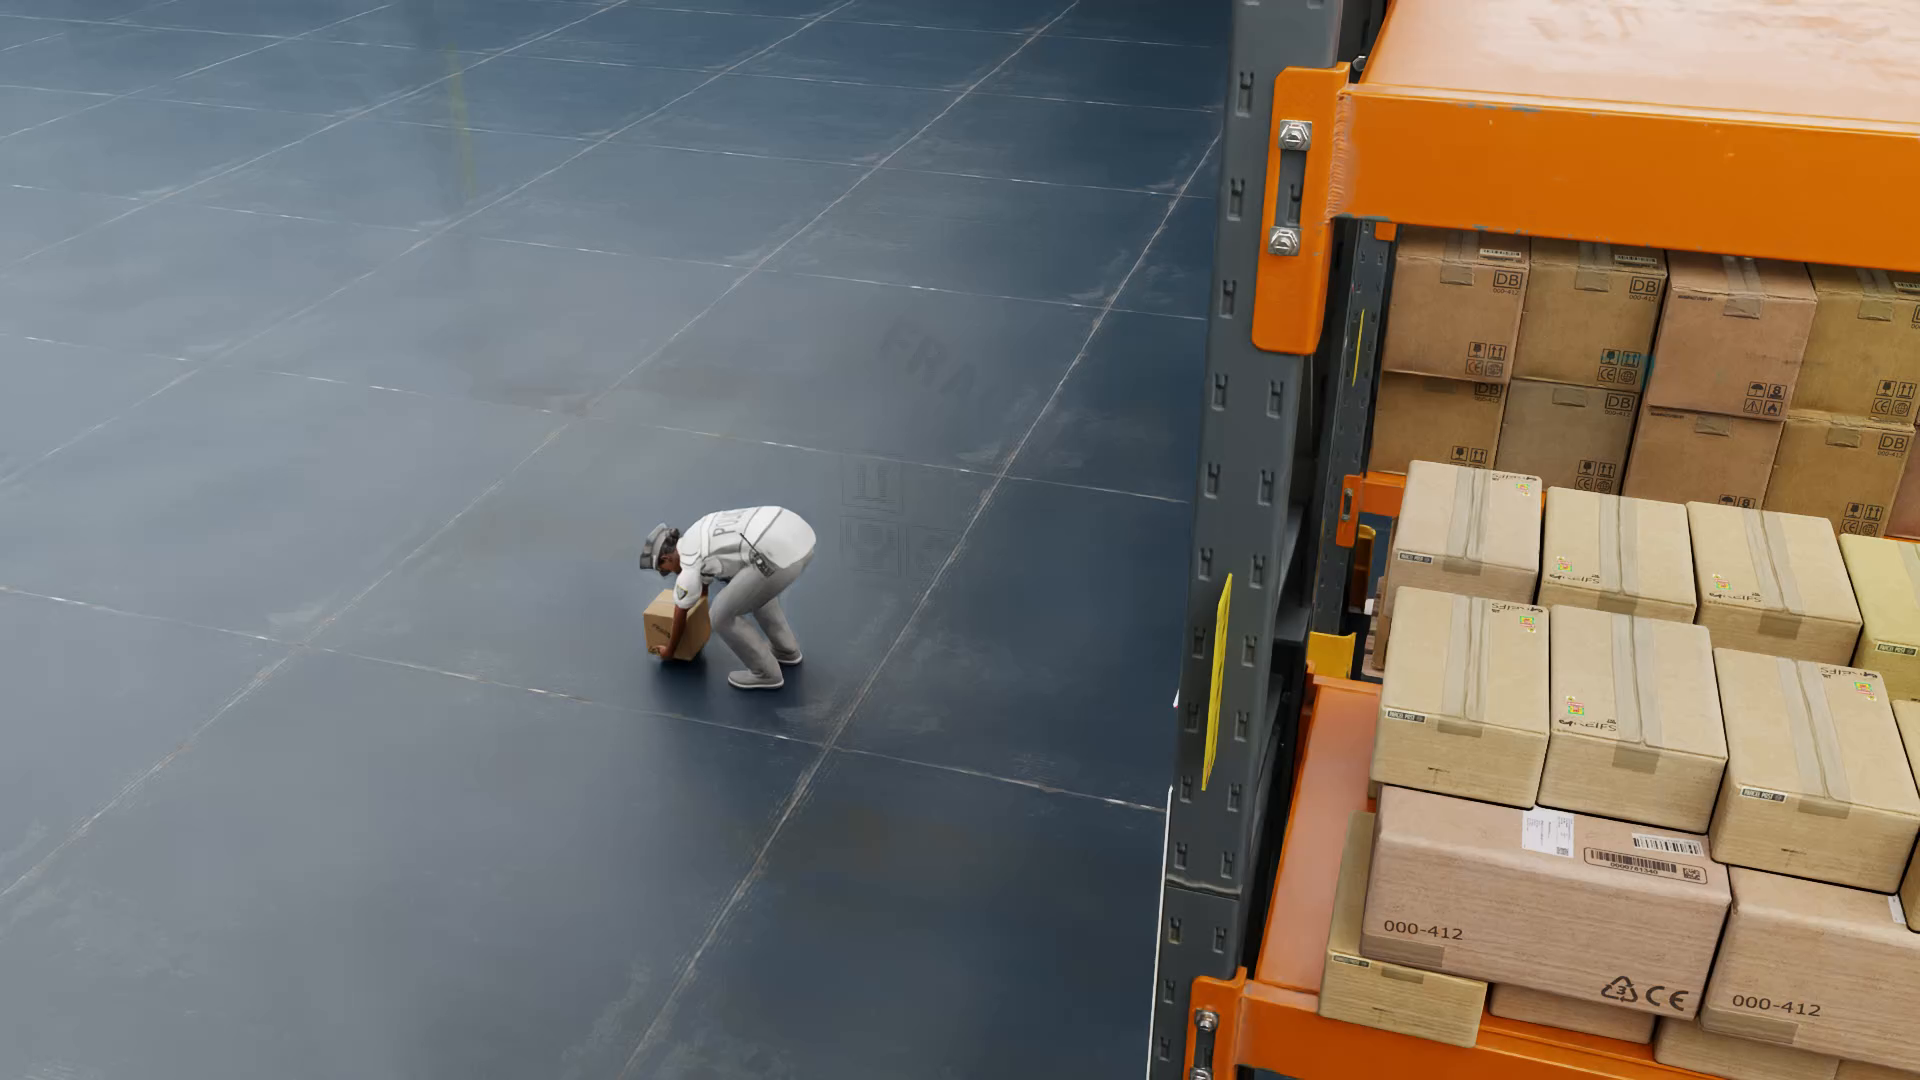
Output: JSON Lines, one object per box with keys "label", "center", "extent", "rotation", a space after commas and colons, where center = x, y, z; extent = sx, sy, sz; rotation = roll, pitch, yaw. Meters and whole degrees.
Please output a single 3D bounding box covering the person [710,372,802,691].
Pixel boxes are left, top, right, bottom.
{"label": "person", "center": [-0.982, -0.037, 8.192], "extent": [0.388, 1.659, 0.506], "rotation": [8, 30, 13]}
